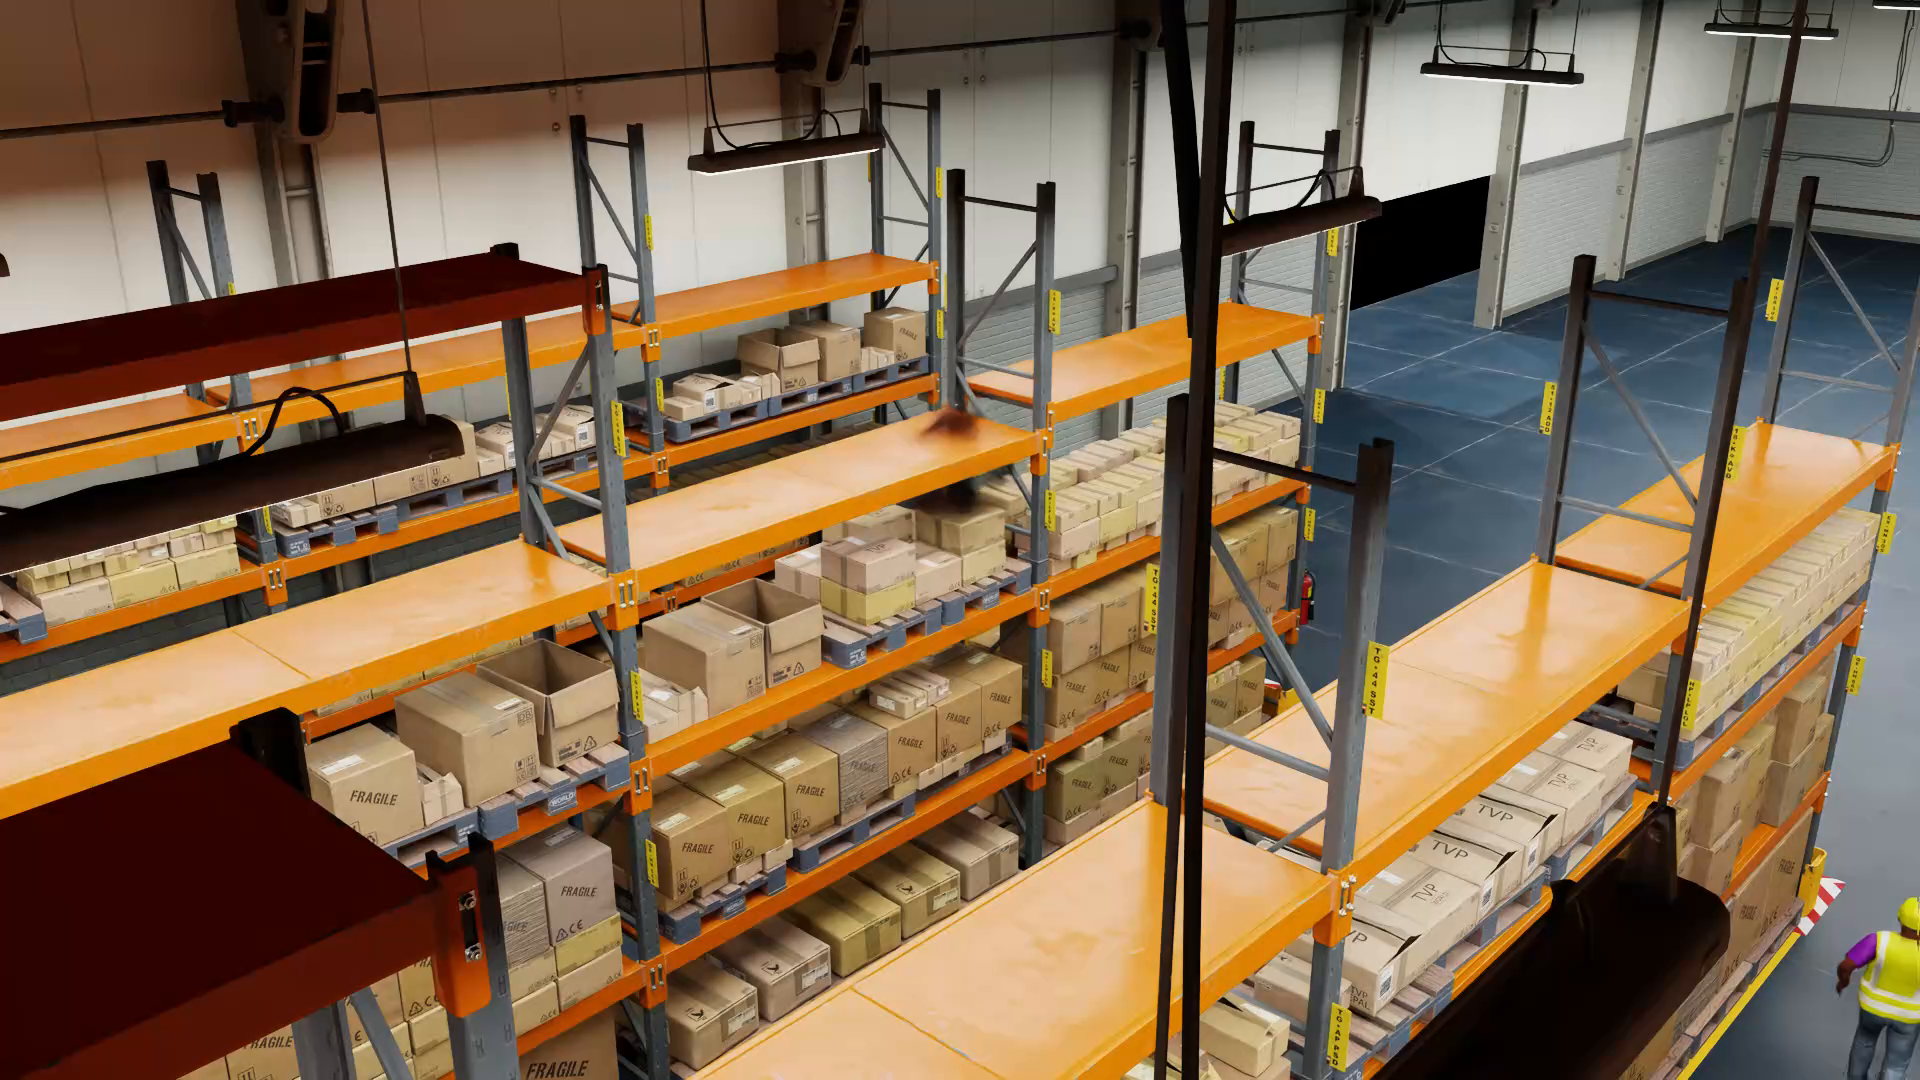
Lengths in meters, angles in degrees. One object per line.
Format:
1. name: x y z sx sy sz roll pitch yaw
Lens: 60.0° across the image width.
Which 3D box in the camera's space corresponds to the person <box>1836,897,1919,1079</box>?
1. person: 6.312 3.212 11.278 0.692 1.820 0.796 16 26 35
